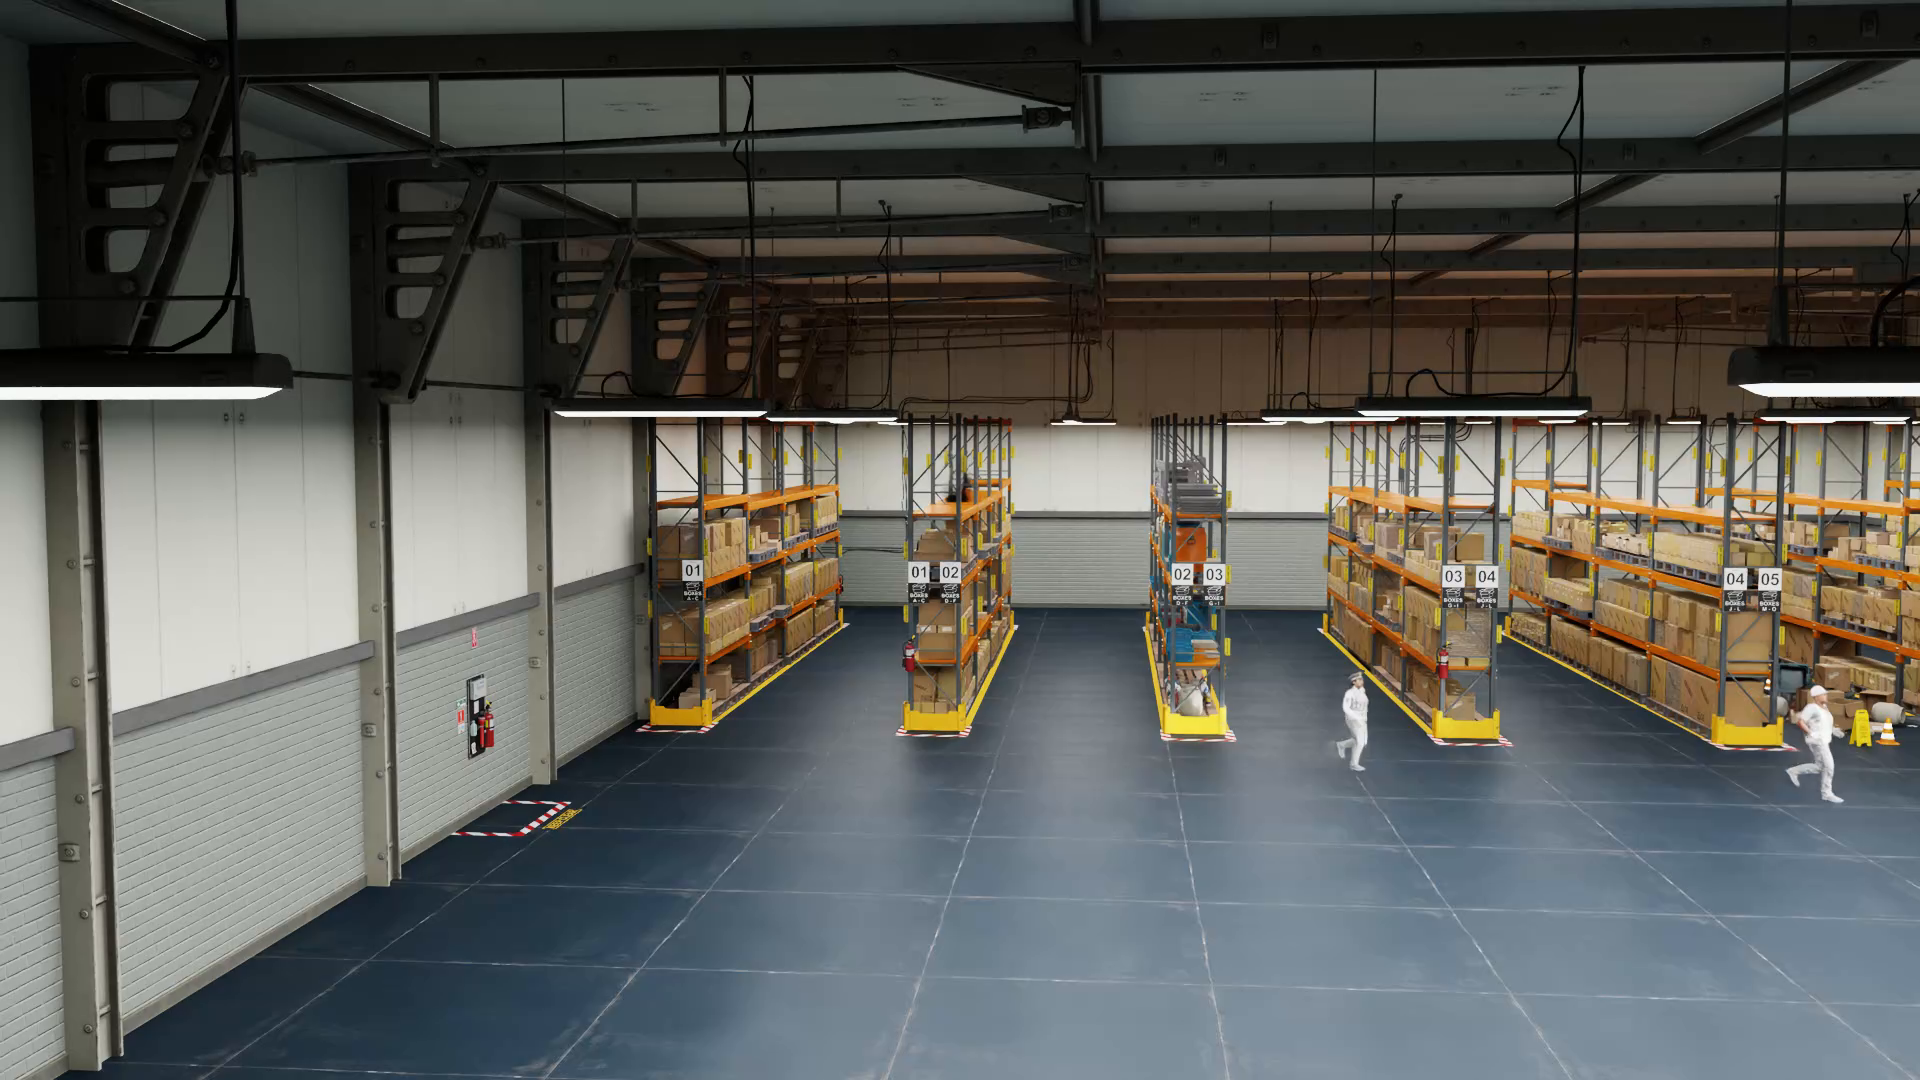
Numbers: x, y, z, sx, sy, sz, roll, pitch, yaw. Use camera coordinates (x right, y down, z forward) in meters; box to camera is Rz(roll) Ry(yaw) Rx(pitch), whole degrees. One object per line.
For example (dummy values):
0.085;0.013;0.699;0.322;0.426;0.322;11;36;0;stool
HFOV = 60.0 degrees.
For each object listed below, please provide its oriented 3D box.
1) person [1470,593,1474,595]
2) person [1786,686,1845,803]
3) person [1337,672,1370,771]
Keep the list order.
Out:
14.011;1.724;46.550;0.822;1.750;0.782;2;5;33;person
13.195;3.127;25.654;0.850;1.769;0.681;3;5;41;person
6.608;3.020;27.915;0.631;1.669;0.598;-4;5;-43;person
